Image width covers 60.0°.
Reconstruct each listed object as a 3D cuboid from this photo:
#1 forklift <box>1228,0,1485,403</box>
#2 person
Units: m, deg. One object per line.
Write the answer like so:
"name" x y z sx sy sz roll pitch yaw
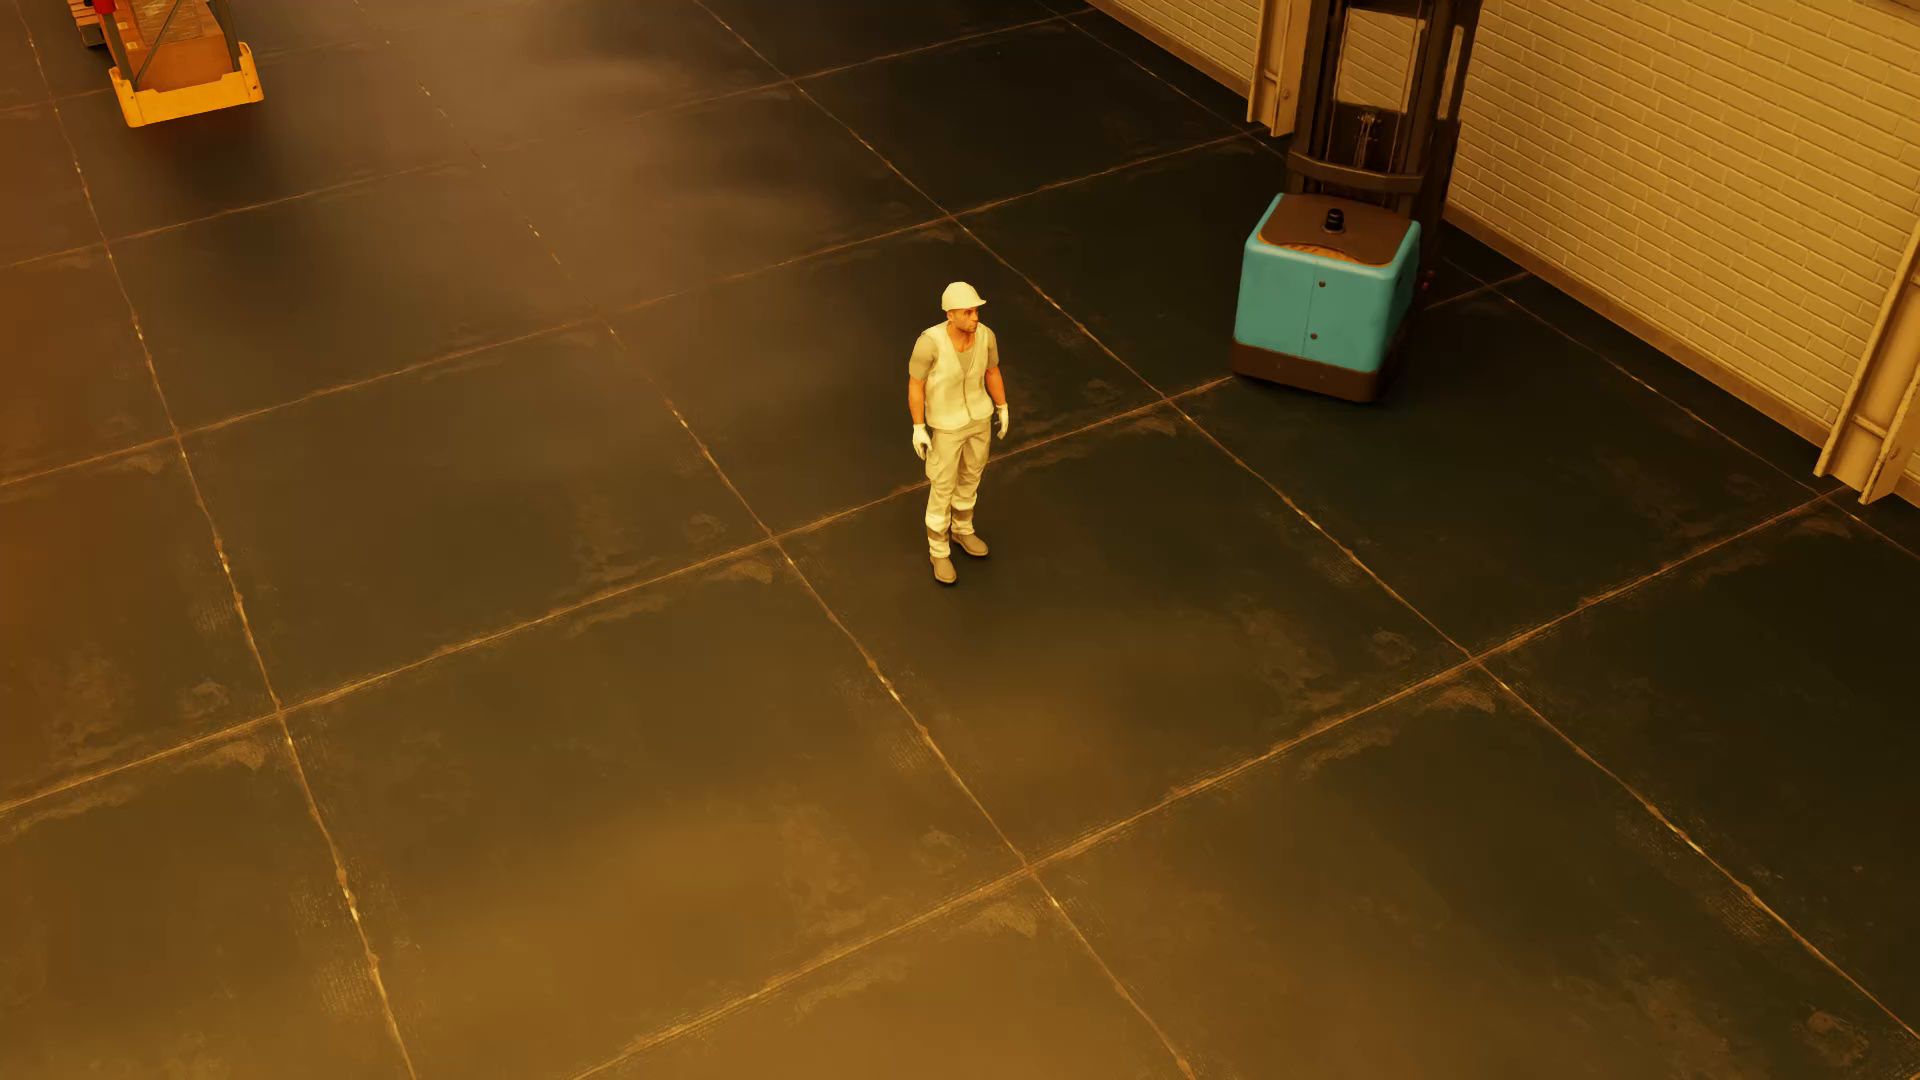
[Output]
"forklift" 2.965 -3.004 11.658 1.130 2.935 3.031 16 42 19
"person" 0.030 -0.646 9.697 0.637 1.787 0.563 -20 44 -23
